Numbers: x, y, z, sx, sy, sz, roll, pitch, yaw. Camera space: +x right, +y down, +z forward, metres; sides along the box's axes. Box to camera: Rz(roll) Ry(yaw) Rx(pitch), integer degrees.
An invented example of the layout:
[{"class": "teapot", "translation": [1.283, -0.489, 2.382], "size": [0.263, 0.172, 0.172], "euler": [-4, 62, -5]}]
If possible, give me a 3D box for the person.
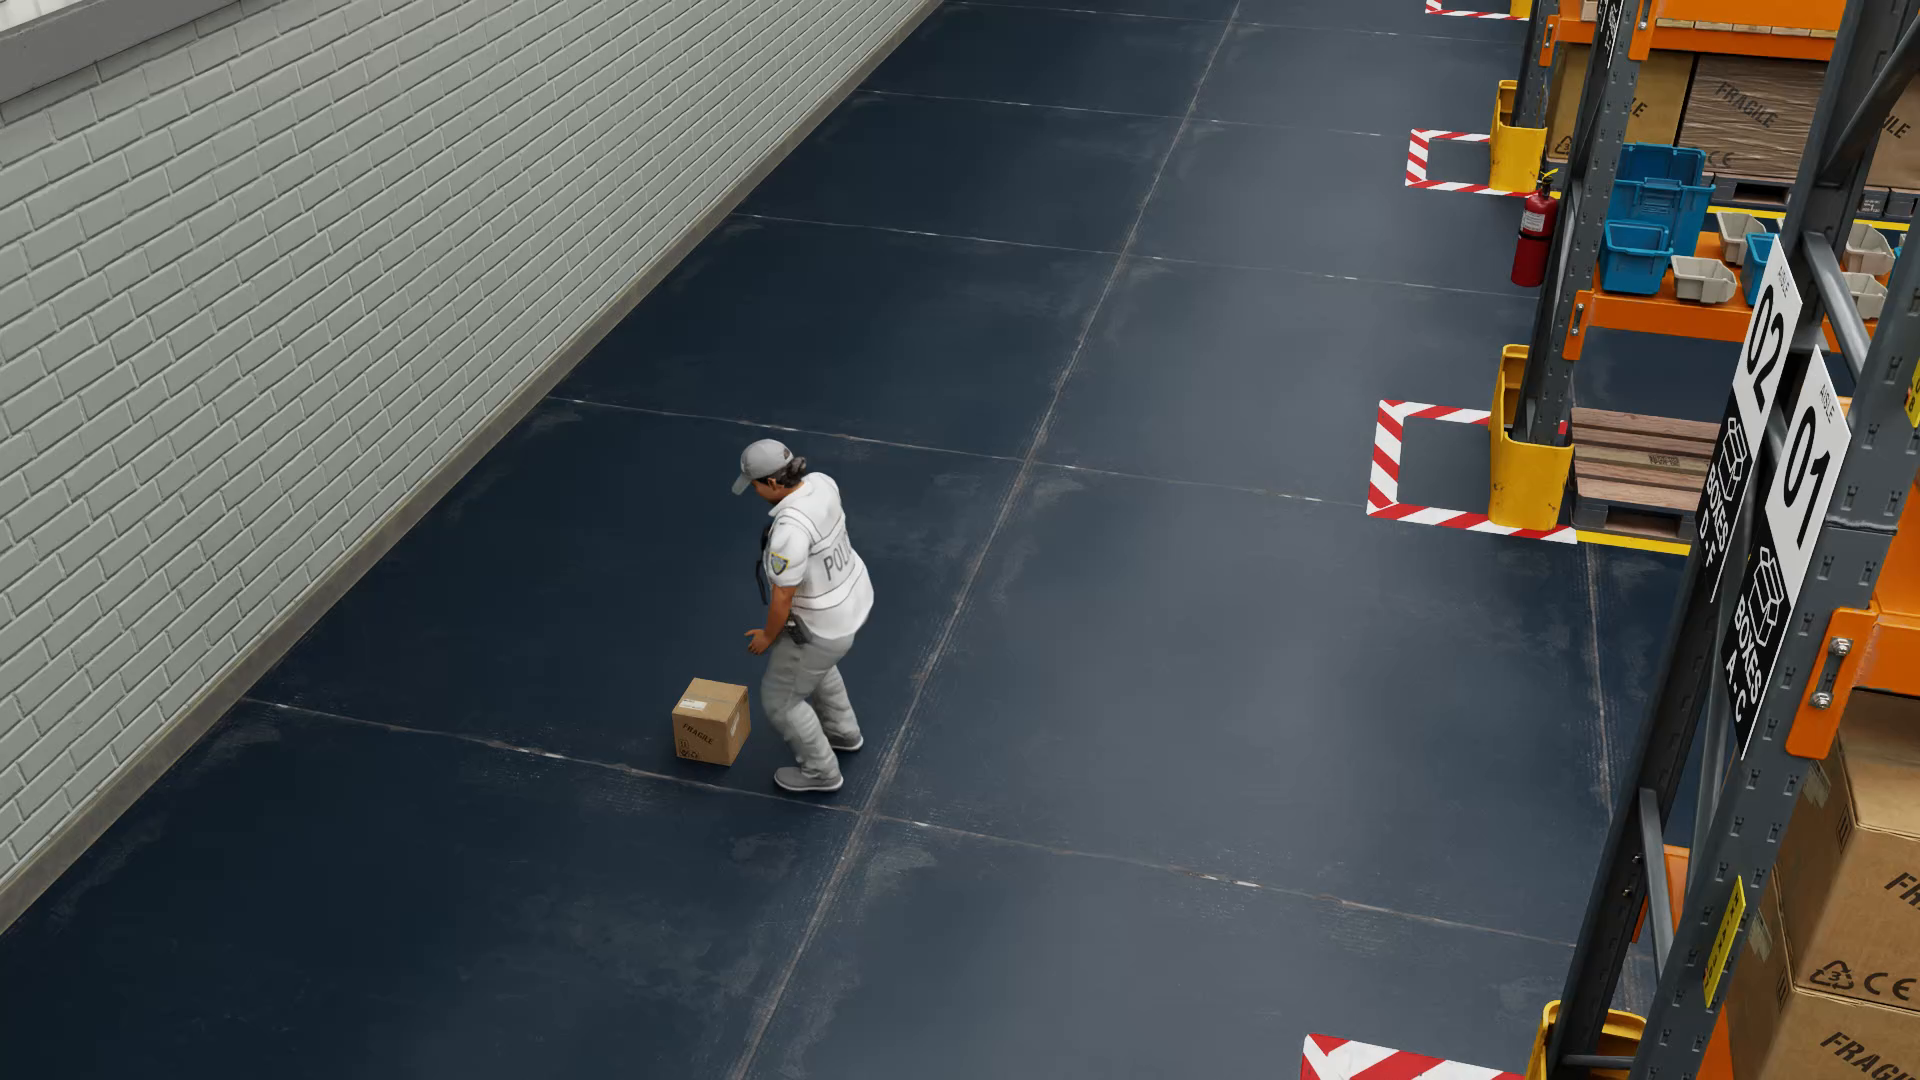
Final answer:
[{"class": "person", "translation": [-0.628, 0.314, 6.727], "size": [0.513, 1.600, 0.504], "euler": [9, 34, 14]}]
